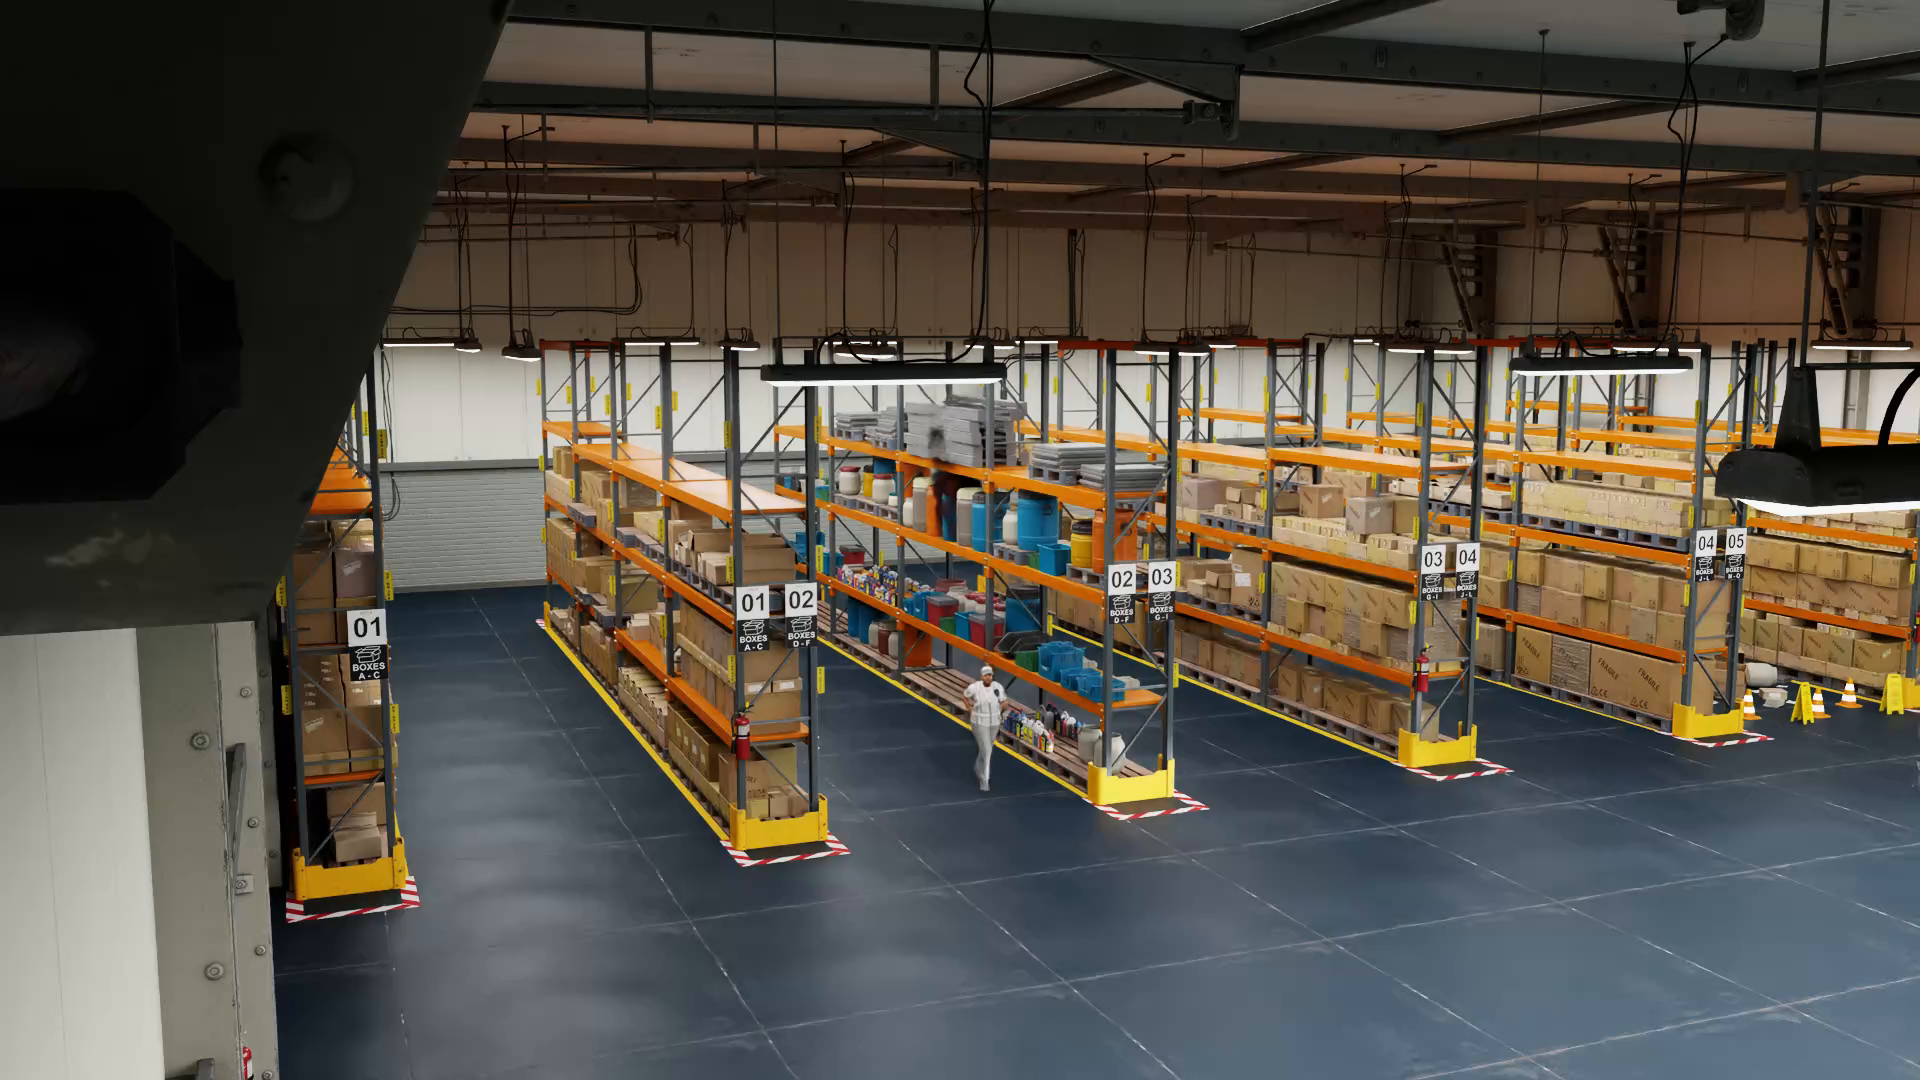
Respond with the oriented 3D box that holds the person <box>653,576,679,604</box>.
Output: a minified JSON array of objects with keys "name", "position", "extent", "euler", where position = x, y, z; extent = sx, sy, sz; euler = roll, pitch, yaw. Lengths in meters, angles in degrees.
[{"name":"person","position":[-6.190,1.003,35.035],"extent":[0.612,1.557,0.725],"euler":[-6,9,-38]}]

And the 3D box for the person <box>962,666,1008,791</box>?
[{"name":"person","position":[0.371,2.566,22.850],"extent":[0.574,1.738,0.754],"euler":[-3,8,-22]}]

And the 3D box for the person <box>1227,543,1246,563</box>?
[{"name":"person","position":[5.968,0.890,35.442],"extent":[0.566,1.734,0.756],"euler":[-2,8,-17]}]
